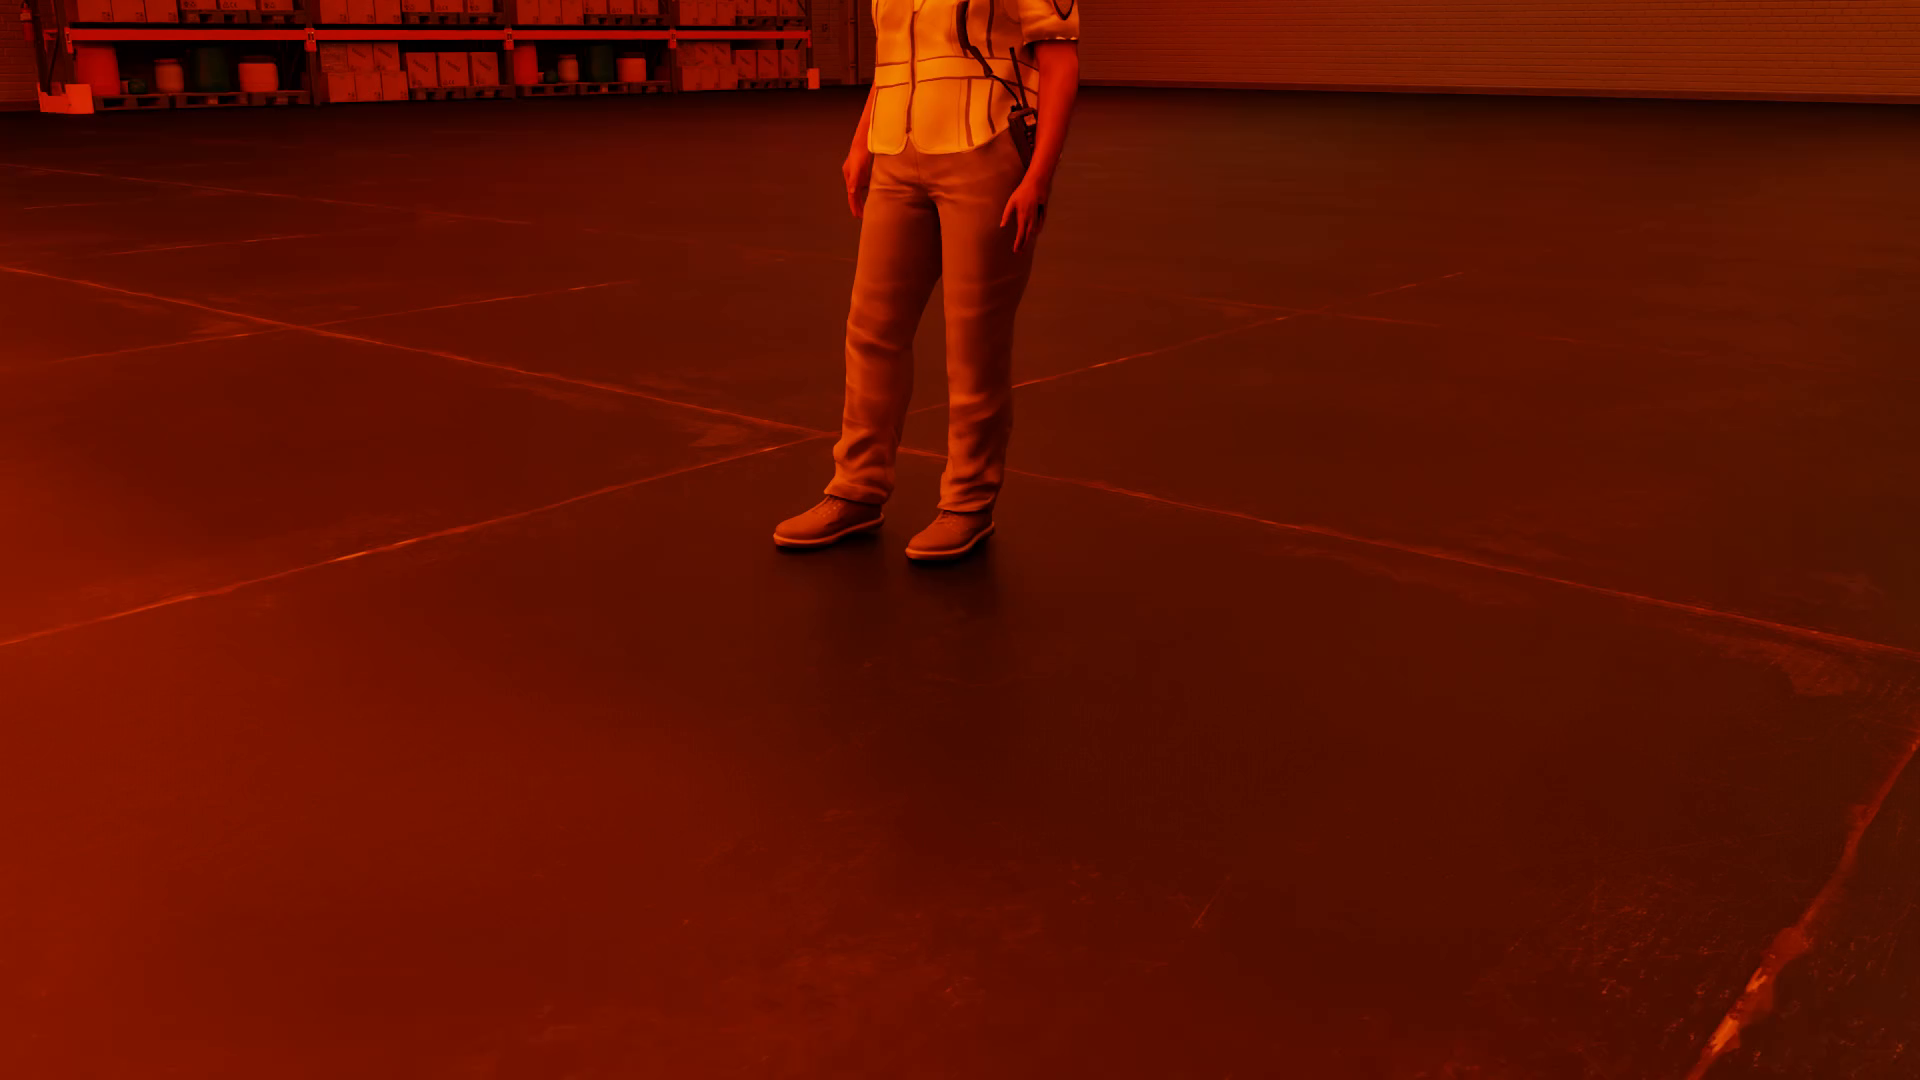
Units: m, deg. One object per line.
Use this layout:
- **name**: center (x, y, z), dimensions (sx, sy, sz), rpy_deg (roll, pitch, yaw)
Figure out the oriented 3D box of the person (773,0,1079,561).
- **person**: center (-0.067, -0.791, 3.655), dimensions (0.598, 1.670, 0.529), rpy_deg (13, 21, 37)
